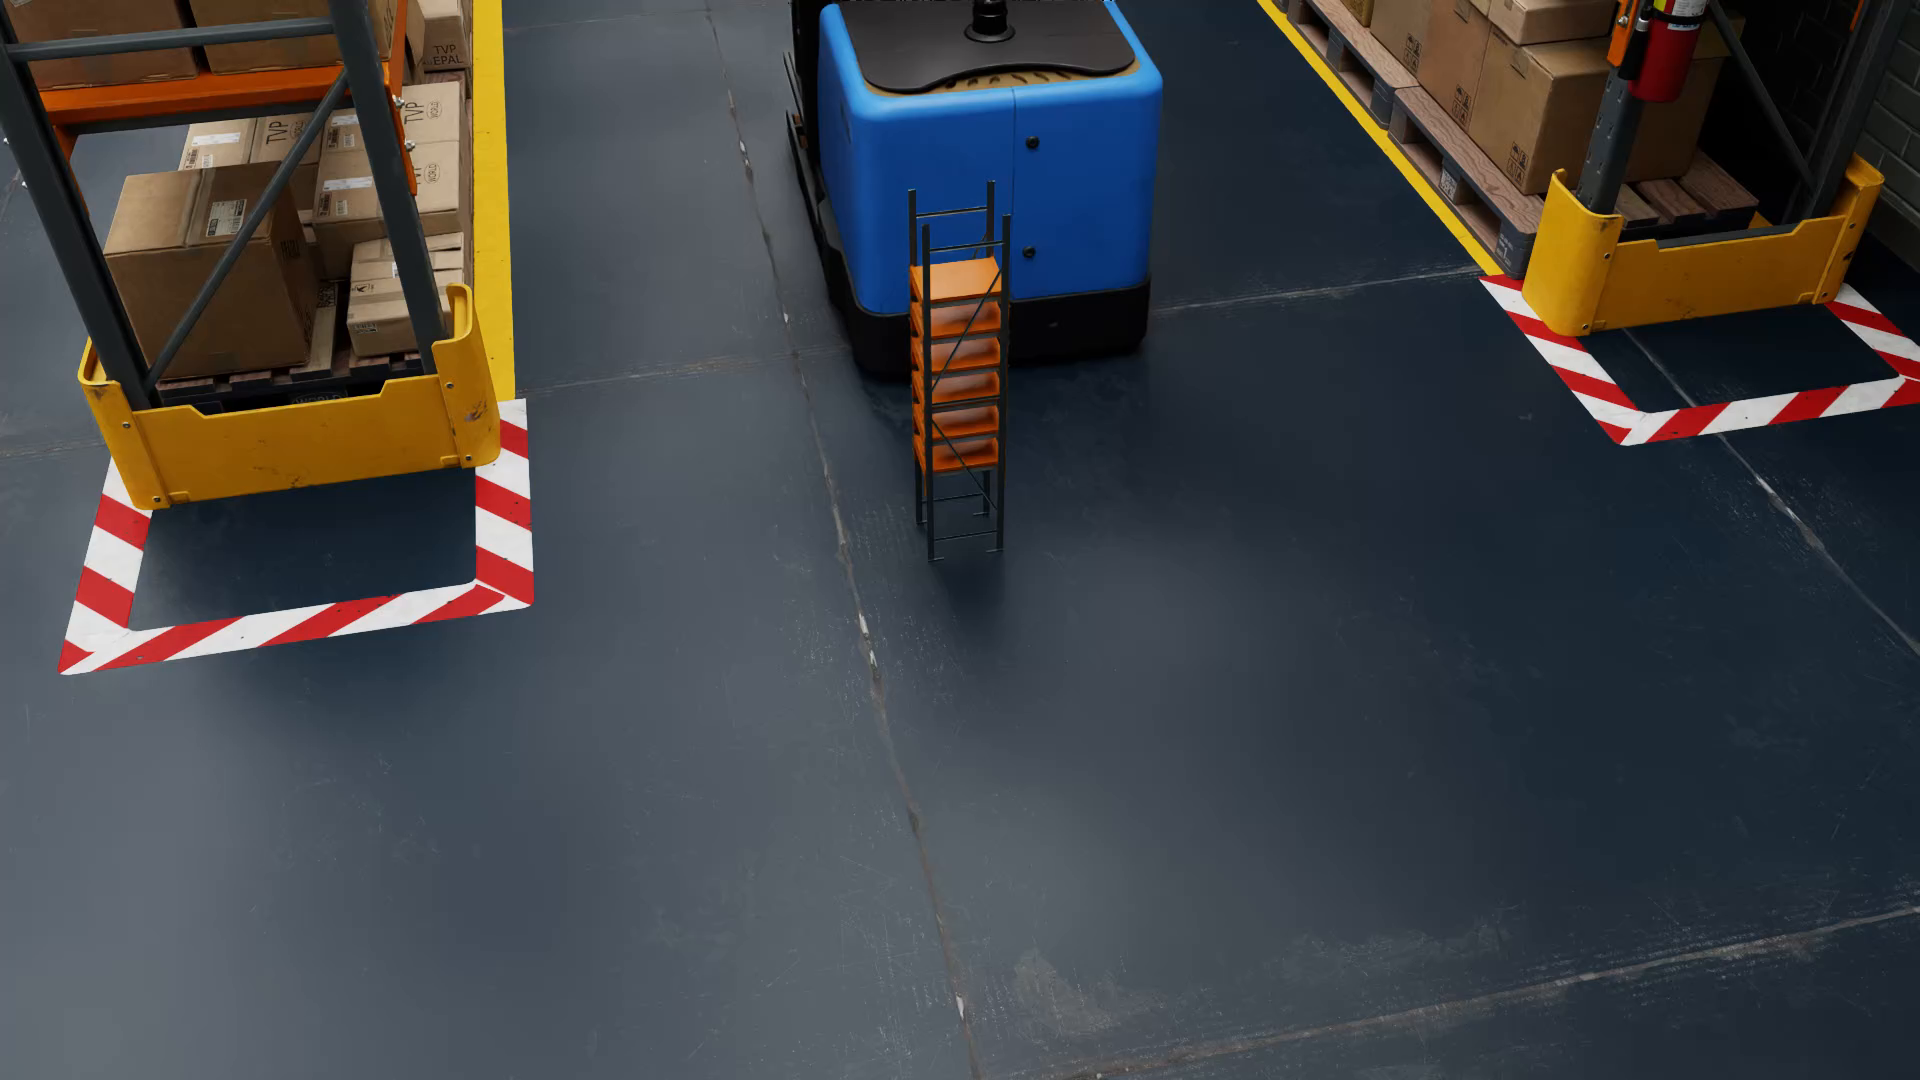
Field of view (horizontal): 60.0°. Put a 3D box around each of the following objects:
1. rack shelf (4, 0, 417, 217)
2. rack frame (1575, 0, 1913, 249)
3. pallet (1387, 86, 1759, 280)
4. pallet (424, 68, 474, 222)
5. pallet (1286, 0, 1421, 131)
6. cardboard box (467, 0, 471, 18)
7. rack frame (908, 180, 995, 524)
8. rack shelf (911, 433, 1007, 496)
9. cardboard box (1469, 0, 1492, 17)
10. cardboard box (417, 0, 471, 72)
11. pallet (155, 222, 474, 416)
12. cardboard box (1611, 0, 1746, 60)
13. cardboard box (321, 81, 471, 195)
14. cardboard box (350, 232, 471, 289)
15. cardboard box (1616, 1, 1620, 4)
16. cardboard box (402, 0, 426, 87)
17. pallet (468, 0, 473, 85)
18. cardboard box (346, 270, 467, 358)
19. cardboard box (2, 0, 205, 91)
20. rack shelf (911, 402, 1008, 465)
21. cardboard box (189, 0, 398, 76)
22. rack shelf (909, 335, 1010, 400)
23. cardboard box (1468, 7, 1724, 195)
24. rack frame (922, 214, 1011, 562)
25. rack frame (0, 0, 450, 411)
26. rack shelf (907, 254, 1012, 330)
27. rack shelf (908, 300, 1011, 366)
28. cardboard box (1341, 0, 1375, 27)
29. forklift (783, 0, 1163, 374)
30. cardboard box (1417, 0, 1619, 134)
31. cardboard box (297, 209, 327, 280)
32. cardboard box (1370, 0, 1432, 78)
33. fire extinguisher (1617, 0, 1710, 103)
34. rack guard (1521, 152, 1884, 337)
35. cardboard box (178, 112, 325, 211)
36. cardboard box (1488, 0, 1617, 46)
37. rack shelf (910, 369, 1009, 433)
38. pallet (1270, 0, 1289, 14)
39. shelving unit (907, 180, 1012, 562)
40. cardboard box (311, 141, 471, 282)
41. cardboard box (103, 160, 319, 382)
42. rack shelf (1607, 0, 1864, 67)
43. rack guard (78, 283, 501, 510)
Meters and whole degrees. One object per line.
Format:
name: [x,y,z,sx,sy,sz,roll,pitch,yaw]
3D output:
rack shelf: [-2.553,-2.382,6.216,1.077,0.370,4.000,-8,42,-9]
rack frame: [2.715,-2.067,5.319,1.000,3.000,0.127,-8,42,-9]
pallet: [2.466,-1.531,6.816,1.003,0.211,1.213,-8,42,-9]
pallet: [-2.571,-1.667,6.969,1.003,0.211,1.213,-8,42,-9]
pallet: [2.206,-2.320,7.705,1.003,0.211,1.213,-8,42,-9]
cardboard box: [-2.445,-2.483,7.604,0.380,0.149,0.250,-8,42,-9]
rack frame: [-0.023,-0.517,4.929,0.240,1.200,0.006,-8,42,-9]
rack shelf: [-0.003,-0.245,5.051,0.258,0.103,0.180,-8,42,-9]
cardboard box: [2.204,-2.194,6.540,0.380,0.149,0.250,-7,42,-8]
cardboard box: [-2.423,-2.292,7.266,0.500,0.311,0.500,-8,42,-9]
pallet: [-2.311,-0.878,6.080,1.003,0.211,1.213,-8,42,-9]
cardboard box: [2.688,-1.919,6.230,0.380,0.149,0.250,-8,42,-9]
cardboard box: [-2.178,-1.532,6.456,0.500,0.250,0.500,-8,42,-9]
cardboard box: [-1.930,-0.942,5.855,0.380,0.166,0.250,-8,42,-9]
cardboard box: [2.578,-2.247,6.600,0.380,0.149,0.250,-8,42,-9]
cardboard box: [-2.574,-1.961,6.749,0.797,0.503,0.637,-8,42,-9]
pallet: [-2.837,-2.459,7.862,1.003,0.211,1.213,-8,42,-9]
cardboard box: [-1.876,-0.774,5.678,0.380,0.149,0.250,-8,42,-9]
cardboard box: [-2.484,-1.643,4.767,0.500,0.500,0.500,-7,42,-8]
rack shelf: [-0.003,-0.335,4.971,0.258,0.103,0.180,-8,42,-9]
cardboard box: [-1.960,-1.718,4.850,0.500,0.500,0.500,-8,42,-8]
rack shelf: [-0.003,-0.515,4.812,0.258,0.103,0.180,-8,42,-9]
cardboard box: [2.466,-1.729,6.504,0.700,0.500,0.500,-8,42,-9]
rack frame: [0.017,-0.399,4.795,0.240,1.200,0.006,-8,42,-9]
rack frame: [-2.121,-1.355,4.517,1.000,3.000,0.127,-8,42,-9]
rack shelf: [-0.003,-0.694,4.653,0.258,0.103,0.180,-8,42,-9]
rack shelf: [-0.003,-0.604,4.732,0.258,0.103,0.180,-8,42,-9]
cardboard box: [2.126,-2.723,7.625,0.700,0.500,0.500,-7,42,-8]
forklift: [-0.124,-2.663,6.042,1.130,2.935,3.031,-8,42,-9]
cardboard box: [2.358,-2.053,6.870,0.700,0.500,0.500,-8,42,-9]
cardboard box: [-2.479,-1.052,5.979,0.380,0.166,0.250,-8,42,-9]
cardboard box: [2.249,-2.379,7.237,0.700,0.500,0.500,-10,42,-11]
fire extinguisher: [2.297,-1.735,5.284,0.296,0.674,0.183,-8,42,-9]
rack guard: [2.720,-1.117,6.131,1.175,0.500,0.348,-8,42,-9]
cardboard box: [-2.655,-1.428,6.339,0.500,0.250,0.500,-8,42,-9]
cardboard box: [2.260,-2.028,6.353,0.380,0.149,0.250,-9,42,-10]
rack shelf: [-0.003,-0.425,4.892,0.258,0.103,0.180,-8,42,-9]
pallet: [1.939,-3.113,8.598,1.003,0.211,1.213,-8,42,-9]
shelving unit: [-0.003,-0.458,4.862,0.258,1.200,0.189,-8,42,-9]
cardboard box: [-2.070,-1.208,6.091,0.500,0.250,0.500,-8,42,-9]
cardboard box: [-2.479,-0.902,5.558,0.500,0.500,0.500,-8,42,-9]
rack shelf: [2.283,-3.094,7.018,1.077,0.370,4.000,-8,42,-9]
rack guard: [-2.138,-0.469,5.402,1.175,0.500,0.348,-8,42,-9]
